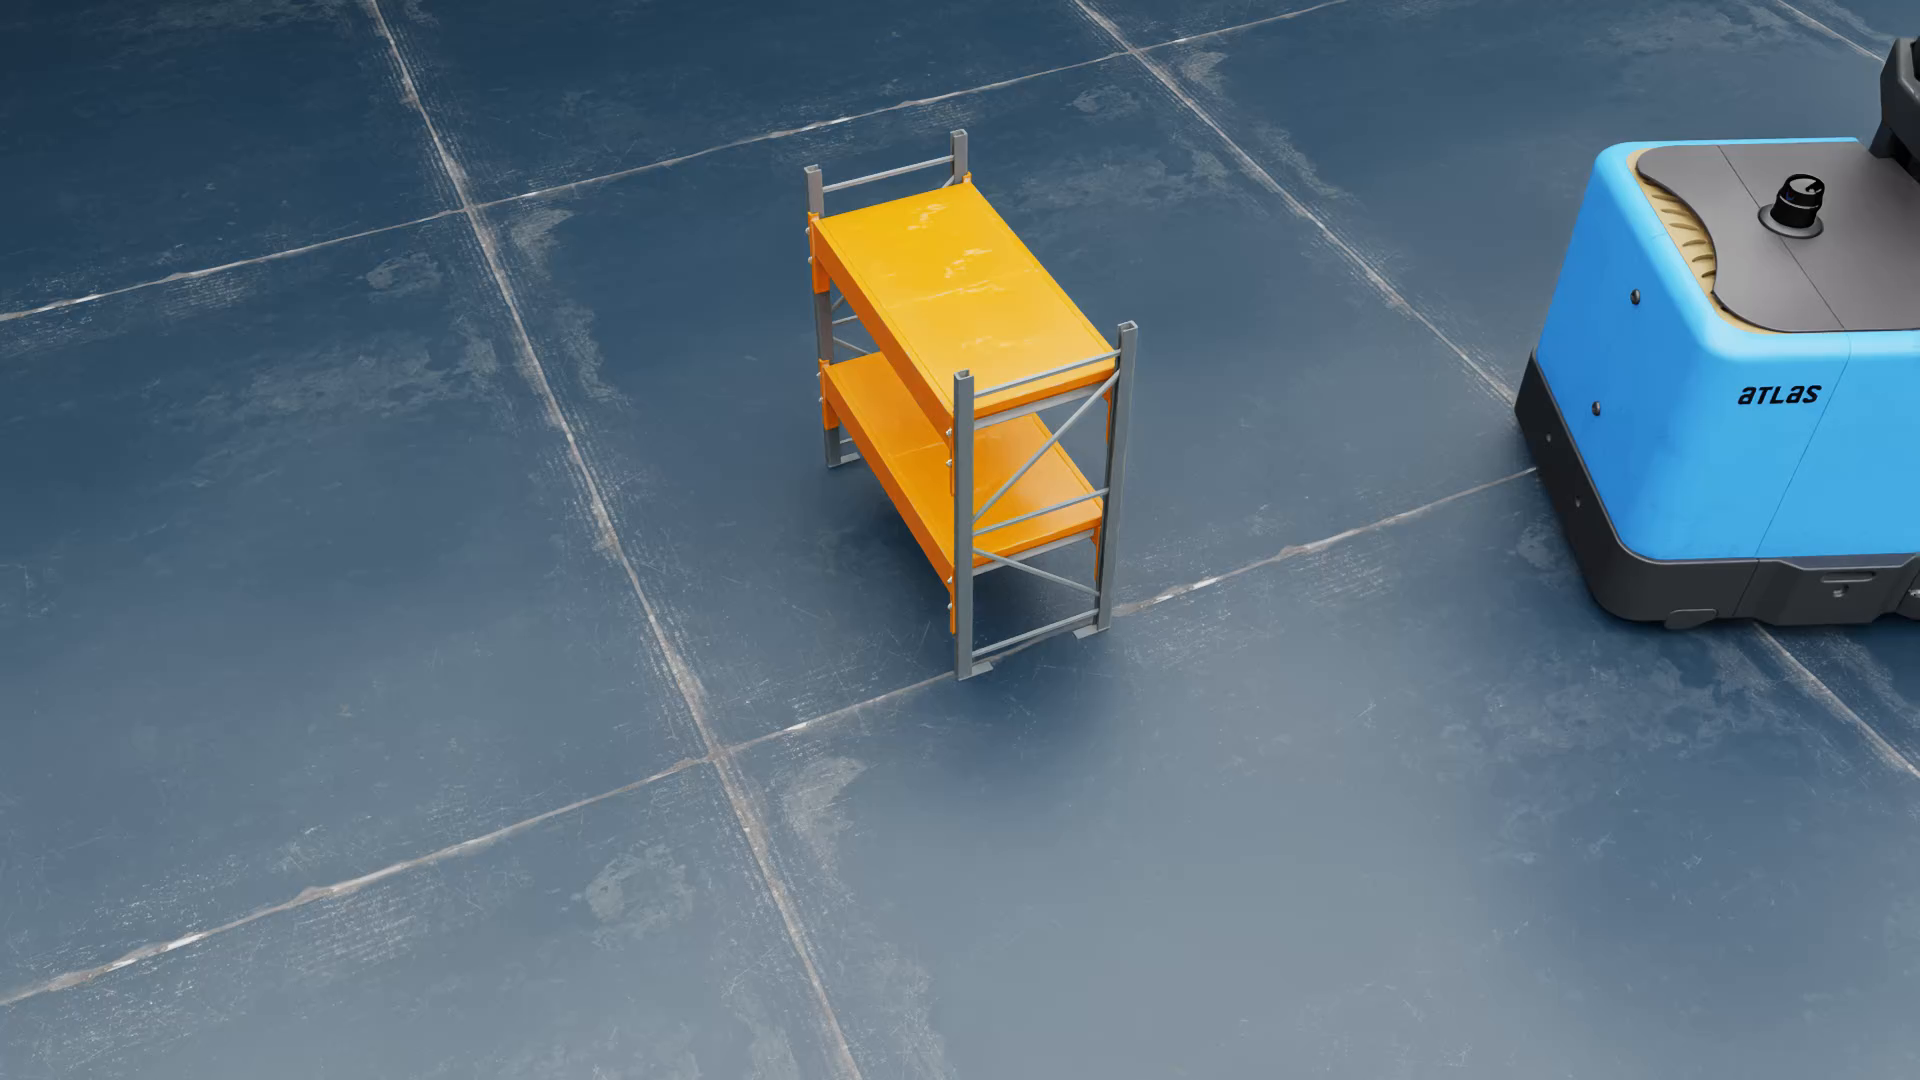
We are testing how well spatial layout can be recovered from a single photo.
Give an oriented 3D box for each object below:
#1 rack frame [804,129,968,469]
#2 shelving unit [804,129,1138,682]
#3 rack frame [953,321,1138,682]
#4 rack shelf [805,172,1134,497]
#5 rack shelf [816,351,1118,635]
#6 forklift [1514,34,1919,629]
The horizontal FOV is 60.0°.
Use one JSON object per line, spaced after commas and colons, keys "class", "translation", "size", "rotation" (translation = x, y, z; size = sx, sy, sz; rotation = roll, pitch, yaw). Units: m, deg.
{"class": "rack frame", "translation": [-0.211, -0.720, 5.179], "size": [0.500, 1.125, 0.032], "rotation": [-18, 47, -17]}
{"class": "shelving unit", "translation": [0.003, -0.396, 4.851], "size": [0.538, 1.125, 1.048], "rotation": [-18, 47, -17]}
{"class": "rack frame", "translation": [0.217, -0.072, 4.522], "size": [0.500, 1.125, 0.032], "rotation": [-18, 47, -17]}
{"class": "rack shelf", "translation": [0.003, -0.604, 4.645], "size": [0.538, 0.278, 1.000], "rotation": [-18, 47, -17]}
{"class": "rack shelf", "translation": [0.003, -0.222, 5.022], "size": [0.538, 0.278, 1.000], "rotation": [-18, 47, -17]}
{"class": "forklift", "translation": [3.393, -1.164, 4.342], "size": [3.031, 2.935, 1.130], "rotation": [-2, 45, -2]}
